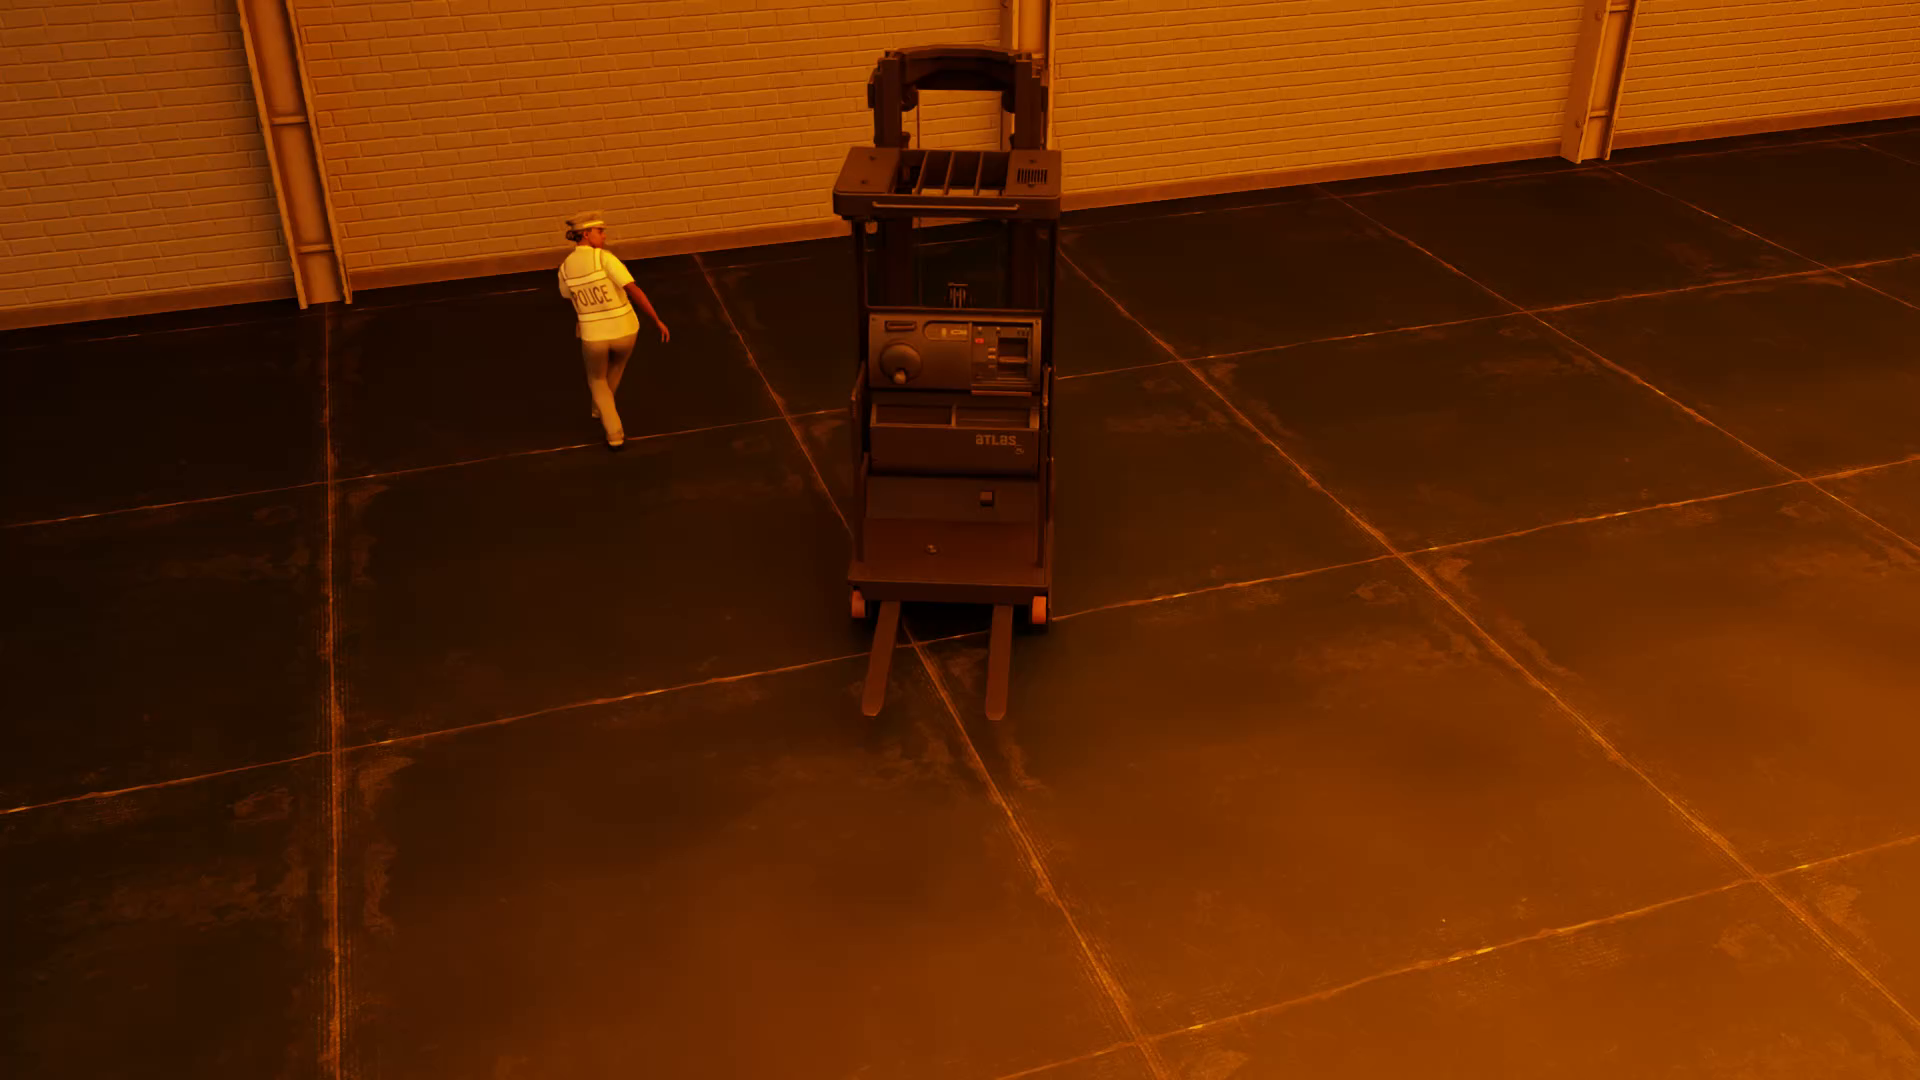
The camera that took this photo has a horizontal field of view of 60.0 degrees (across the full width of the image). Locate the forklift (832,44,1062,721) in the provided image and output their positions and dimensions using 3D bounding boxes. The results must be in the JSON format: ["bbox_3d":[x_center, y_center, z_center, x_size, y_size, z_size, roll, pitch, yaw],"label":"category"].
[{"bbox_3d":[-0.039,-0.967,8.767,1.130,2.935,3.031,2,30,3],"label":"forklift"}]

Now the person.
[{"bbox_3d":[-2.268,-1.439,11.007,0.704,1.552,0.770,-3,30,-6],"label":"person"}]
